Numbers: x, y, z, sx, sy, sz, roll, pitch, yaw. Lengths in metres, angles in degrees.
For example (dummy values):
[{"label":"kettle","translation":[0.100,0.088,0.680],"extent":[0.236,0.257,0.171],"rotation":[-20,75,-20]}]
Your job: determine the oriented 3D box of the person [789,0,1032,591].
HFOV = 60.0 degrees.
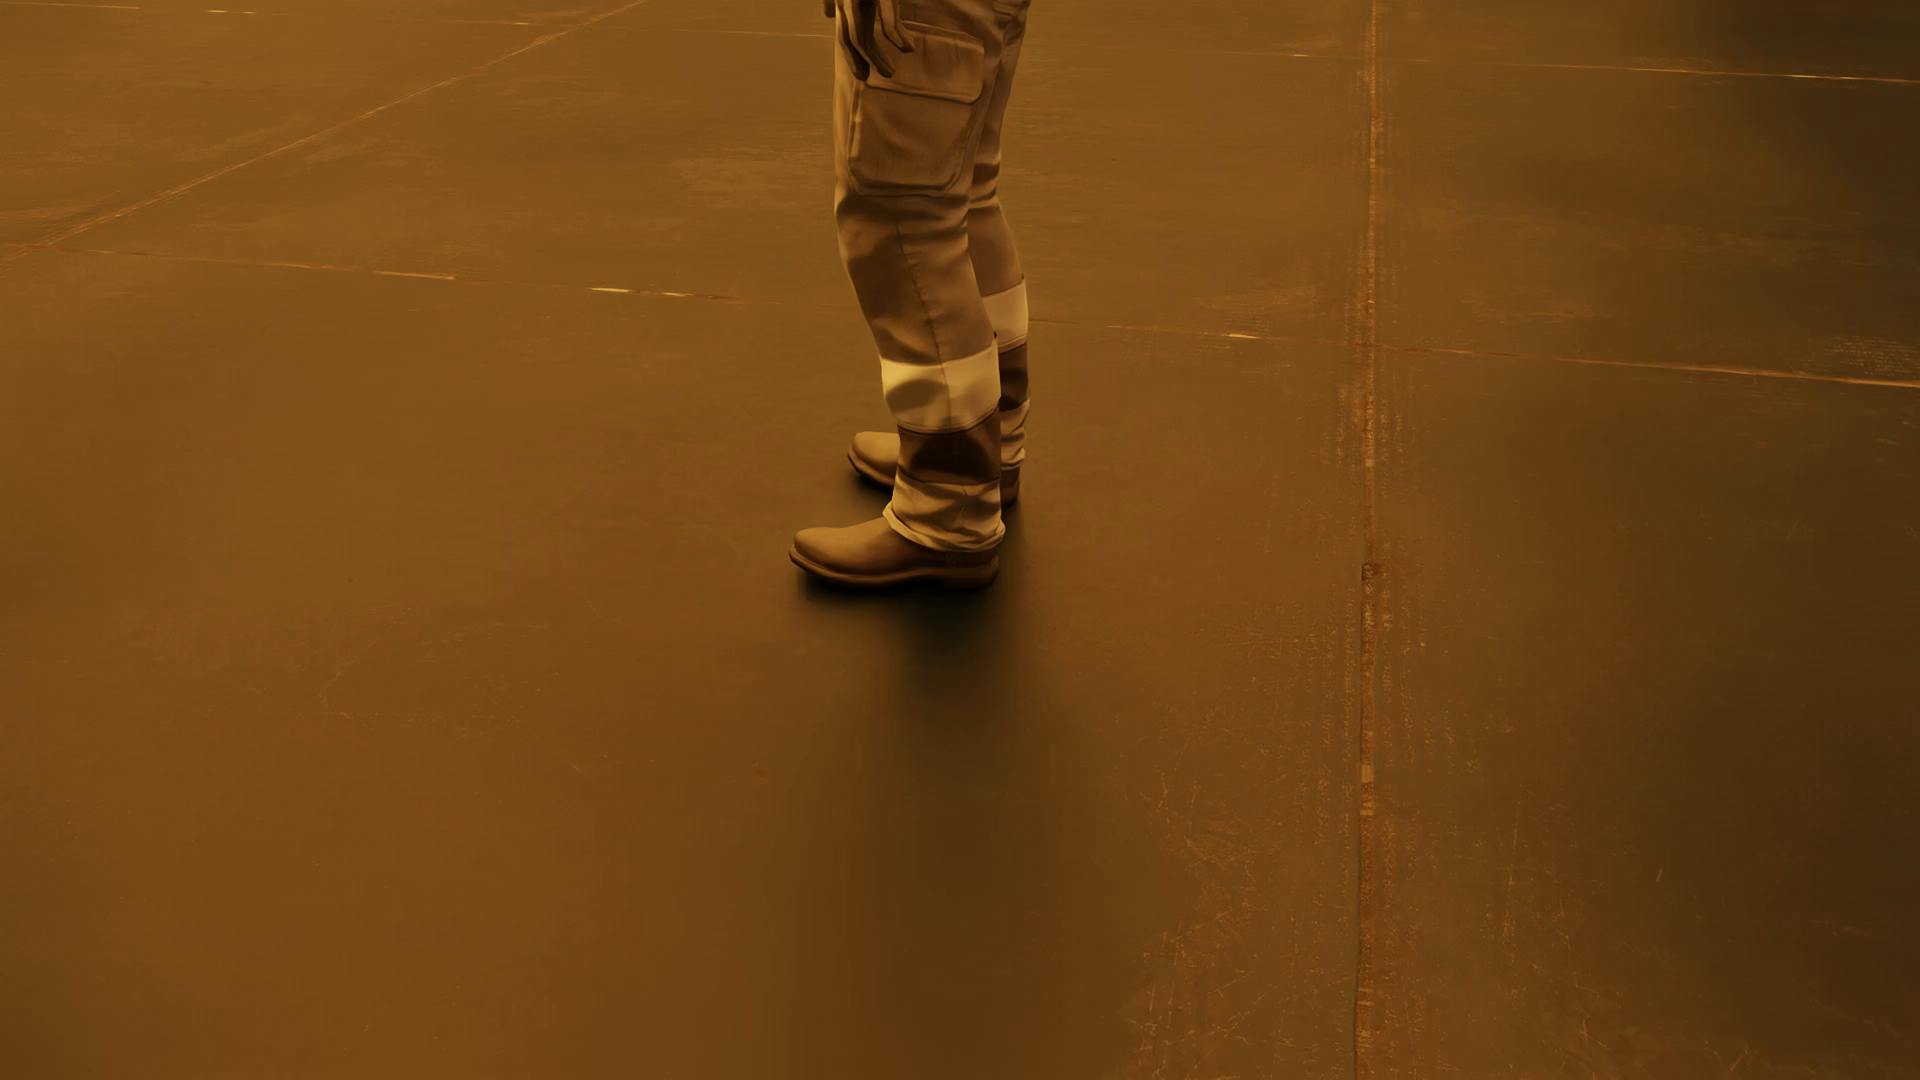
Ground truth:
[{"label":"person","translation":[-0.045,-0.793,2.102],"extent":[0.450,1.778,0.608],"rotation":[5,27,9]}]
